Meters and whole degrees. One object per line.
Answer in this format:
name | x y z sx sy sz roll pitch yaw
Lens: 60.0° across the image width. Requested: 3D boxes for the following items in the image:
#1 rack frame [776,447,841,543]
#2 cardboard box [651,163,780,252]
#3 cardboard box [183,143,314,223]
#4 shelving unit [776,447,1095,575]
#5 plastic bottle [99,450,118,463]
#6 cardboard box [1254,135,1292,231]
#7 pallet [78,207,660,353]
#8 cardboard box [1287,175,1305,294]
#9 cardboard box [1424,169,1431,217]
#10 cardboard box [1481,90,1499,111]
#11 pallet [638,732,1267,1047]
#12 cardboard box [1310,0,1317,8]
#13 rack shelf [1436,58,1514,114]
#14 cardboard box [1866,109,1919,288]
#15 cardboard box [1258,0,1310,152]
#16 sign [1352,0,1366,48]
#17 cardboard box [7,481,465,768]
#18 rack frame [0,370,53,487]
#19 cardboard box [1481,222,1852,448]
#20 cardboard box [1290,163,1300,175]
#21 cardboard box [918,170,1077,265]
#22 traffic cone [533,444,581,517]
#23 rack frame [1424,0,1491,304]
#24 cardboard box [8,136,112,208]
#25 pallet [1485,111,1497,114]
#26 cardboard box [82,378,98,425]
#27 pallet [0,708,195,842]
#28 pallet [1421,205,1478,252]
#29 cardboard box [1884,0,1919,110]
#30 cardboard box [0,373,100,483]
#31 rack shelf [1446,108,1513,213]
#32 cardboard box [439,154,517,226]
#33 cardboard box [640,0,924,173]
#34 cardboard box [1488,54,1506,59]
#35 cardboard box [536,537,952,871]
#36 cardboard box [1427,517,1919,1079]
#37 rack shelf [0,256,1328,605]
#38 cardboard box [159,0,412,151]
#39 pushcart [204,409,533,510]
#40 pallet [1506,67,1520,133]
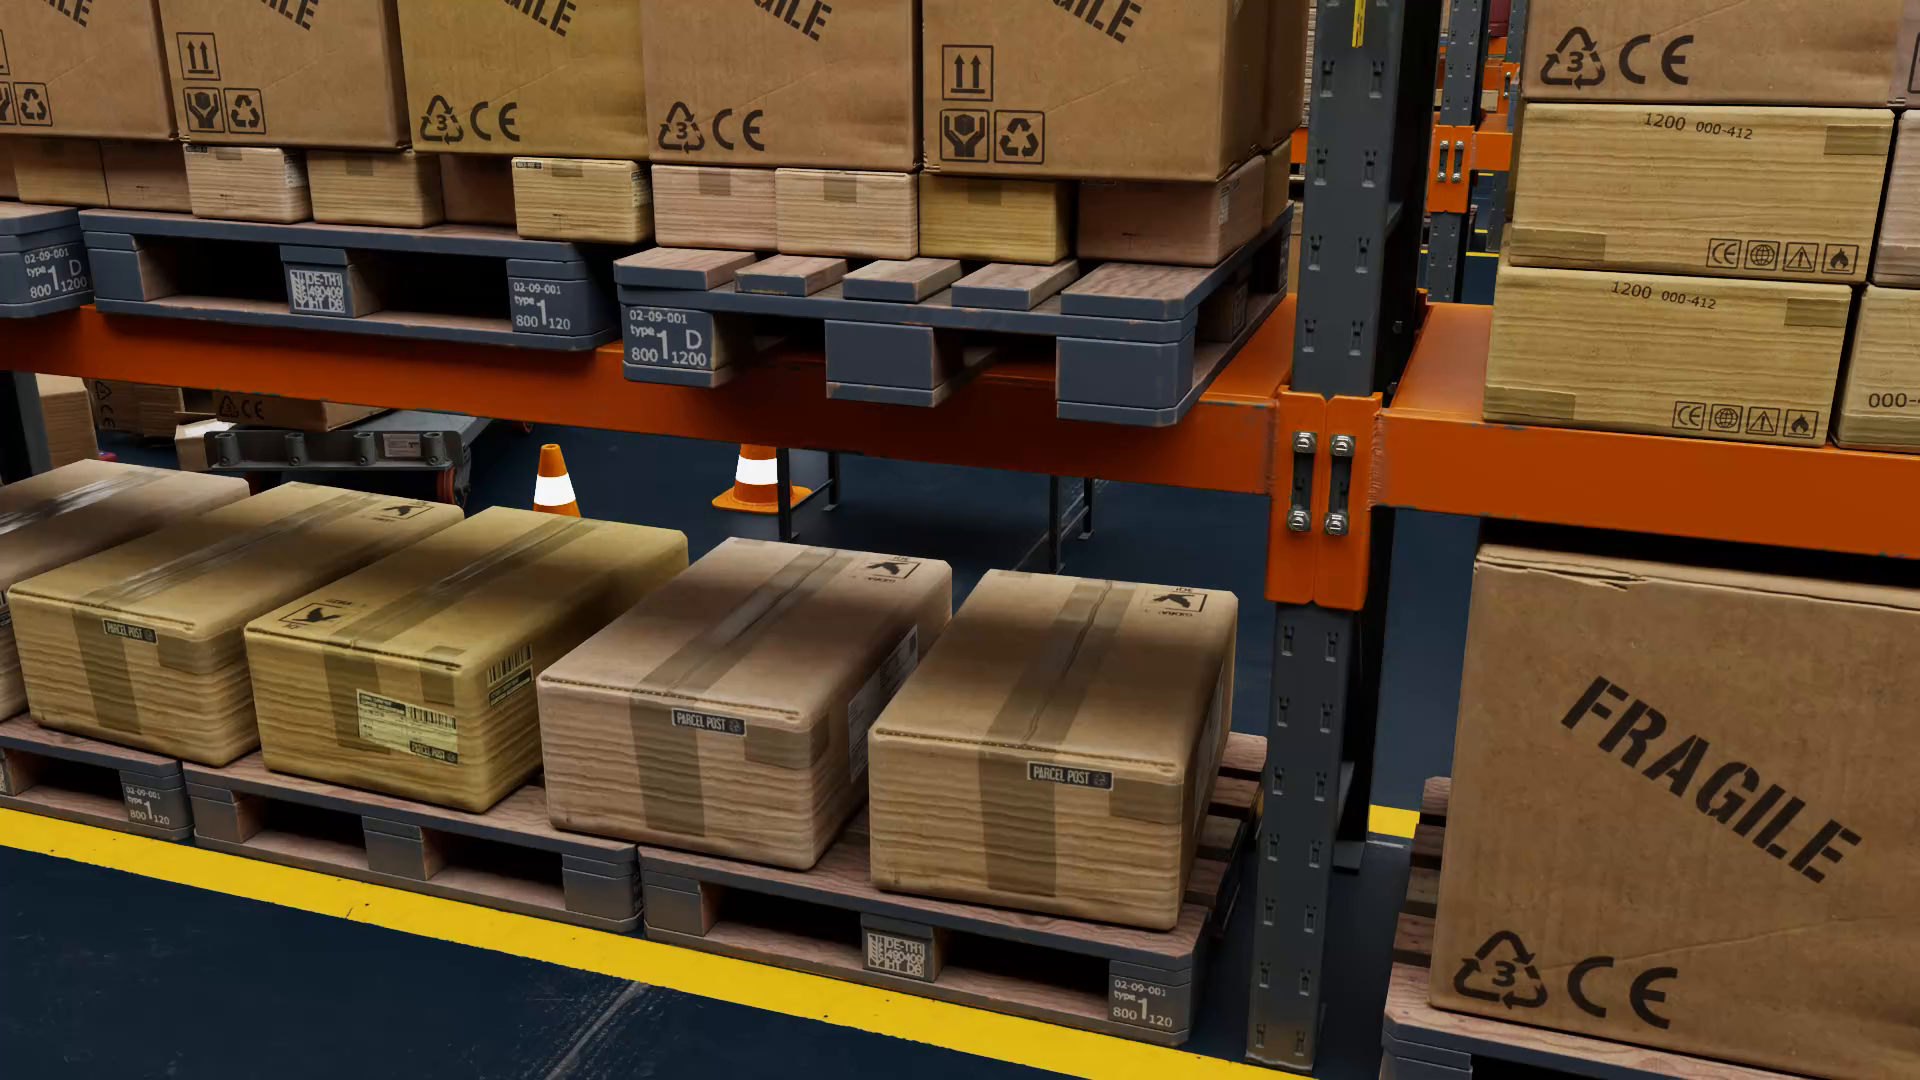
rack frame | -0.561 -0.772 6.013 0.032 1.500 0.500 7 20 18
cardboard box | -0.381 -0.652 3.132 0.250 0.149 0.380 6 20 15
cardboard box | -1.367 -0.765 3.457 0.250 0.149 0.380 7 21 20
shelving unit | -0.081 -0.717 5.856 1.048 1.500 0.538 7 20 18
plastic bottle | -3.611 -0.327 6.923 0.283 0.061 0.133 10 22 27
cardboard box | 0.525 -0.733 3.366 0.250 0.149 0.380 5 20 15
pallet | -1.113 -0.671 3.735 1.213 0.211 1.003 7 20 18
cardboard box | 1.754 -1.340 8.144 0.750 0.750 1.050 6 20 17
cardboard box | 3.383 -2.735 12.495 0.500 0.500 0.700 5 20 15
cardboard box | 6.700 -5.602 21.130 0.500 0.250 0.500 7 20 19
pallet | 0.033 0.671 3.829 1.213 0.211 1.003 7 20 18
cardboard box | 1.879 -2.681 7.540 0.500 0.500 0.700 6 20 18
rack shelf | 2.134 -3.518 12.704 4.000 0.370 1.077 7 20 18
cardboard box | 1.656 -0.538 2.531 0.500 0.250 0.500 7 20 19
cardboard box | 0.422 -1.067 3.338 0.500 0.500 0.500 6 20 17
sign | 0.601 -0.900 2.462 0.005 0.325 0.100 7 20 18
cardboard box | -1.831 0.183 4.350 0.625 0.372 0.950 8 21 21
rack frame | -3.008 -0.992 4.366 0.127 3.000 1.000 7 20 18
cardboard box | 1.150 -0.358 2.775 0.500 0.250 0.500 6 20 17
cardboard box | 2.317 -2.850 12.825 0.500 0.500 0.700 8 21 23
cardboard box | 0.107 -0.609 3.009 0.250 0.149 0.380 7 20 19
traffic cone | -1.377 -0.096 5.648 0.334 0.463 0.336 7 20 18
rack frame | 2.300 -2.110 7.573 0.127 3.000 1.000 7 20 18
cardboard box | -1.834 -0.837 3.663 0.250 0.149 0.380 7 20 19
pallet | 6.512 -5.506 21.550 1.213 0.211 1.003 7 20 18
cardboard box | -4.296 -0.843 7.731 0.637 0.503 0.797 -7 20 -20
pallet | -2.272 0.408 4.585 1.213 0.211 1.003 7 20 18
pallet | 3.285 -2.410 12.669 1.213 0.211 1.003 7 20 18
cardboard box | 1.628 -0.900 2.430 0.500 0.500 0.500 7 20 18
cardboard box | -3.573 -0.352 6.323 0.500 0.500 0.500 -11 22 -29
rack shelf | 4.189 -1.555 7.072 4.000 0.370 1.077 7 20 18
cardboard box | -0.842 -0.743 3.396 0.250 0.149 0.380 7 20 18
cardboard box | -0.242 -0.961 3.036 0.500 0.500 0.500 6 20 17
cardboard box | 8.202 -7.351 25.737 0.500 0.500 0.700 7 20 19
cardboard box | -0.459 0.341 3.896 0.625 0.372 0.950 6 20 17
cardboard box | 1.396 0.345 3.119 0.875 0.875 0.875 6 20 18
rack shelf | -1.119 -0.437 3.865 4.000 0.370 1.077 7 20 18
cardboard box | -1.234 -1.075 3.361 0.500 0.500 0.500 6 20 16
pushcart | -2.307 -0.469 6.847 0.936 0.377 1.648 0 19 -1
pallet | 3.008 -1.976 7.479 1.003 0.211 1.213 7 20 18
